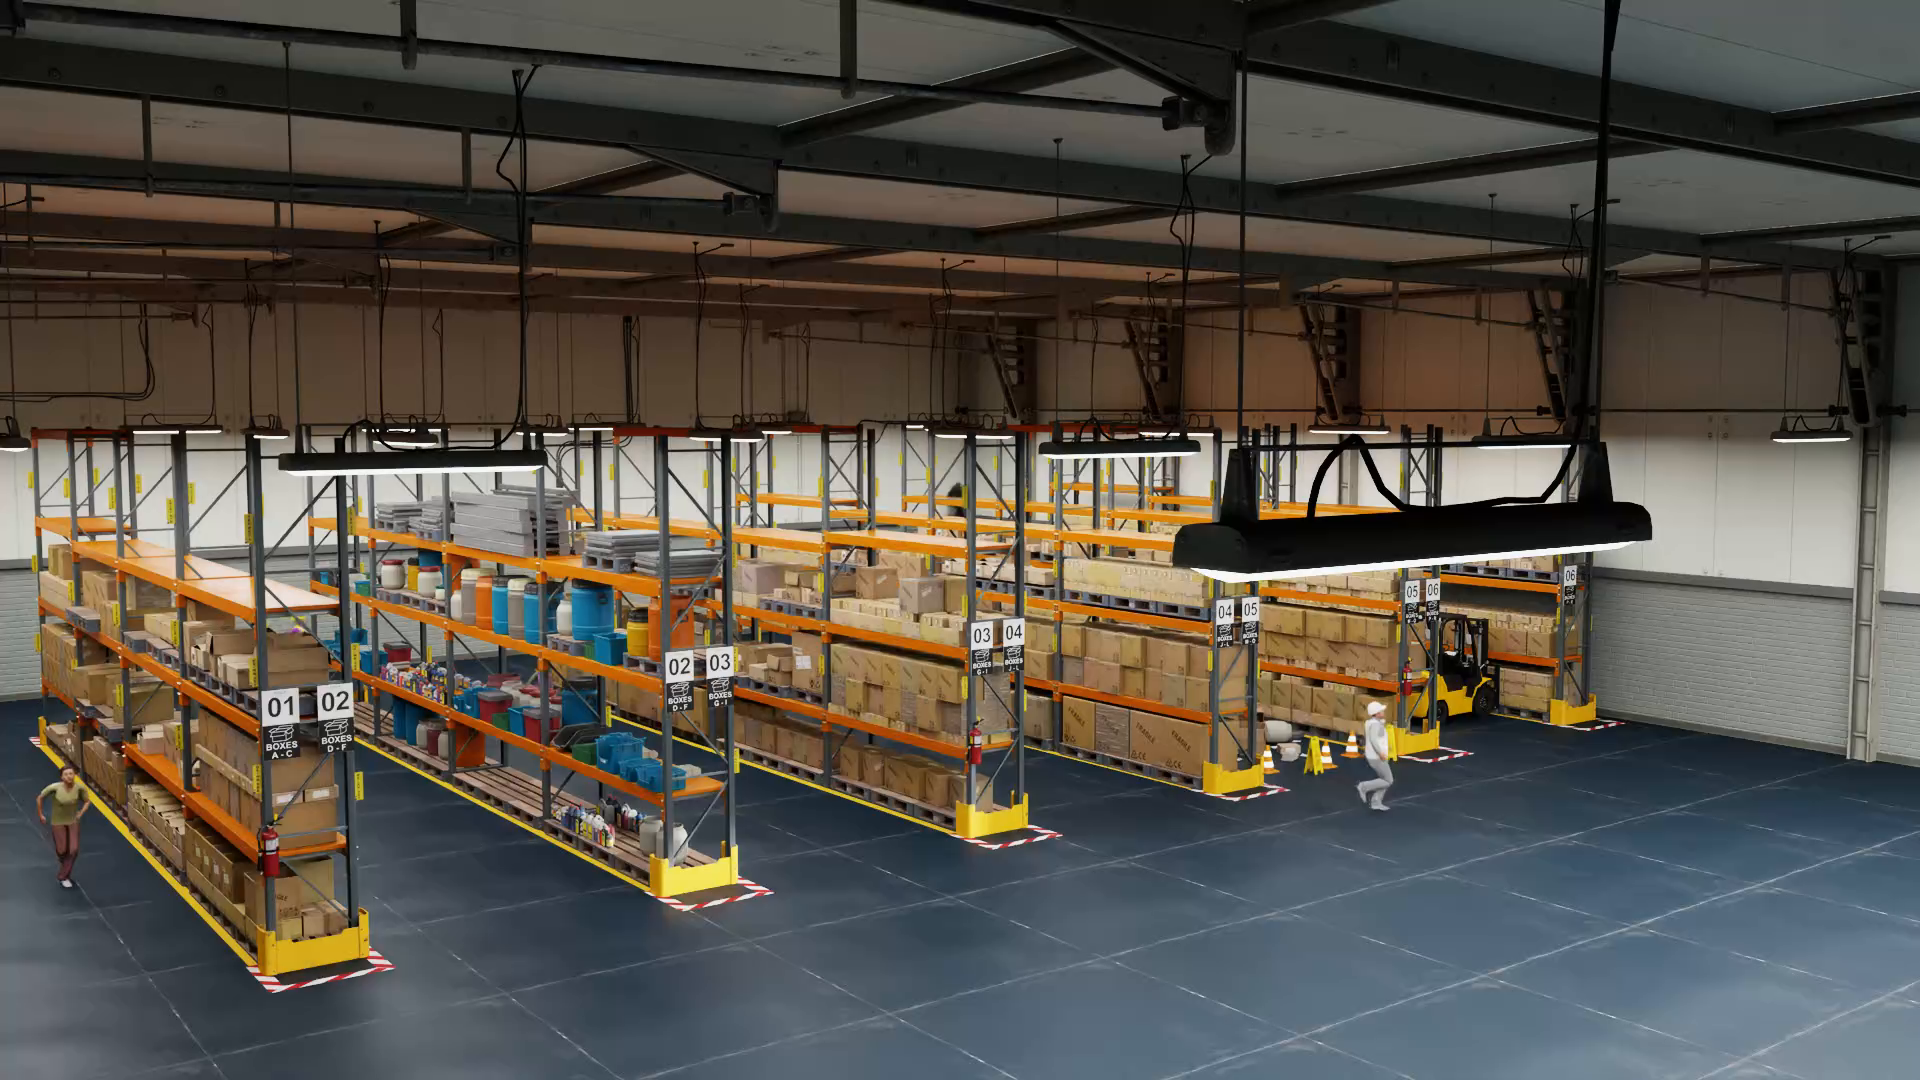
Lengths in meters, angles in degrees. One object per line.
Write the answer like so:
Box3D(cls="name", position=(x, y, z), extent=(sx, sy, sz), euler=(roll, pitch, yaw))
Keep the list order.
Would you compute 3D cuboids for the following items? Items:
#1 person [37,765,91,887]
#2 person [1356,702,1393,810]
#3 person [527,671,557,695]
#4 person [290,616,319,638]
Box3D(cls="person", position=(-11.950, 3.799, 22.203), extent=(0.617, 1.621, 0.649), euler=(-3, 6, -37))
Box3D(cls="person", position=(6.549, 3.416, 26.259), extent=(0.585, 1.733, 0.697), euler=(0, 4, 5))
Box3D(cls="person", position=(-7.916, 3.056, 31.613), extent=(0.601, 1.559, 0.513), euler=(4, 6, 40))
Box3D(cls="person", position=(-14.655, 2.518, 37.038), extent=(0.944, 1.780, 0.693), euler=(-2, 5, -20))
